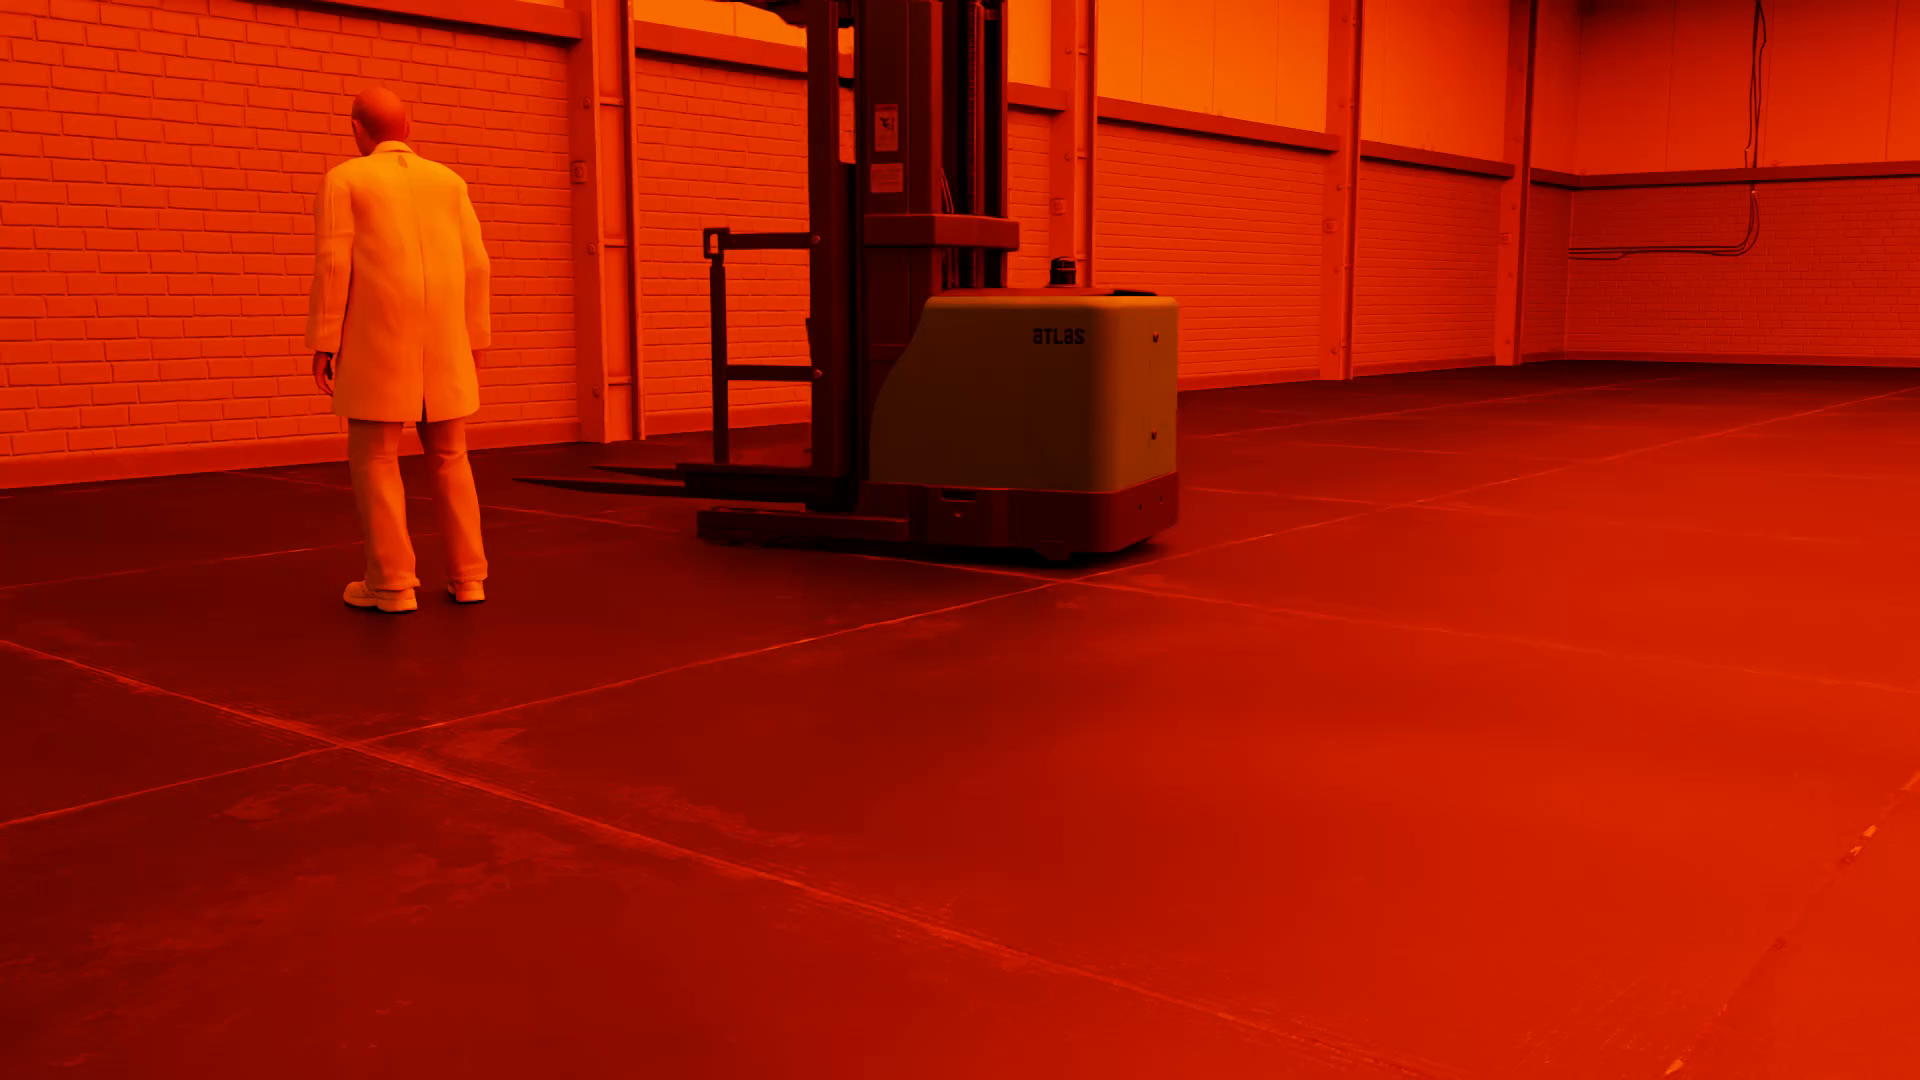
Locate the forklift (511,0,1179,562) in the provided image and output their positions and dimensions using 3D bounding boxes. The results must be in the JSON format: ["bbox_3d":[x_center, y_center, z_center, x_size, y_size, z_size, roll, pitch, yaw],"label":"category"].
[{"bbox_3d":[-0.596,-1.479,7.386,3.031,2.935,1.130,4,9,23],"label":"forklift"}]

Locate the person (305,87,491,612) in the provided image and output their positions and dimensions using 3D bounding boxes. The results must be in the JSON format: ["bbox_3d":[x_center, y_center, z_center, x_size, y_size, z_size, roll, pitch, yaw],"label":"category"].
[{"bbox_3d":[-1.925,-0.652,5.736,0.653,1.774,0.422,-7,11,-41],"label":"person"}]
